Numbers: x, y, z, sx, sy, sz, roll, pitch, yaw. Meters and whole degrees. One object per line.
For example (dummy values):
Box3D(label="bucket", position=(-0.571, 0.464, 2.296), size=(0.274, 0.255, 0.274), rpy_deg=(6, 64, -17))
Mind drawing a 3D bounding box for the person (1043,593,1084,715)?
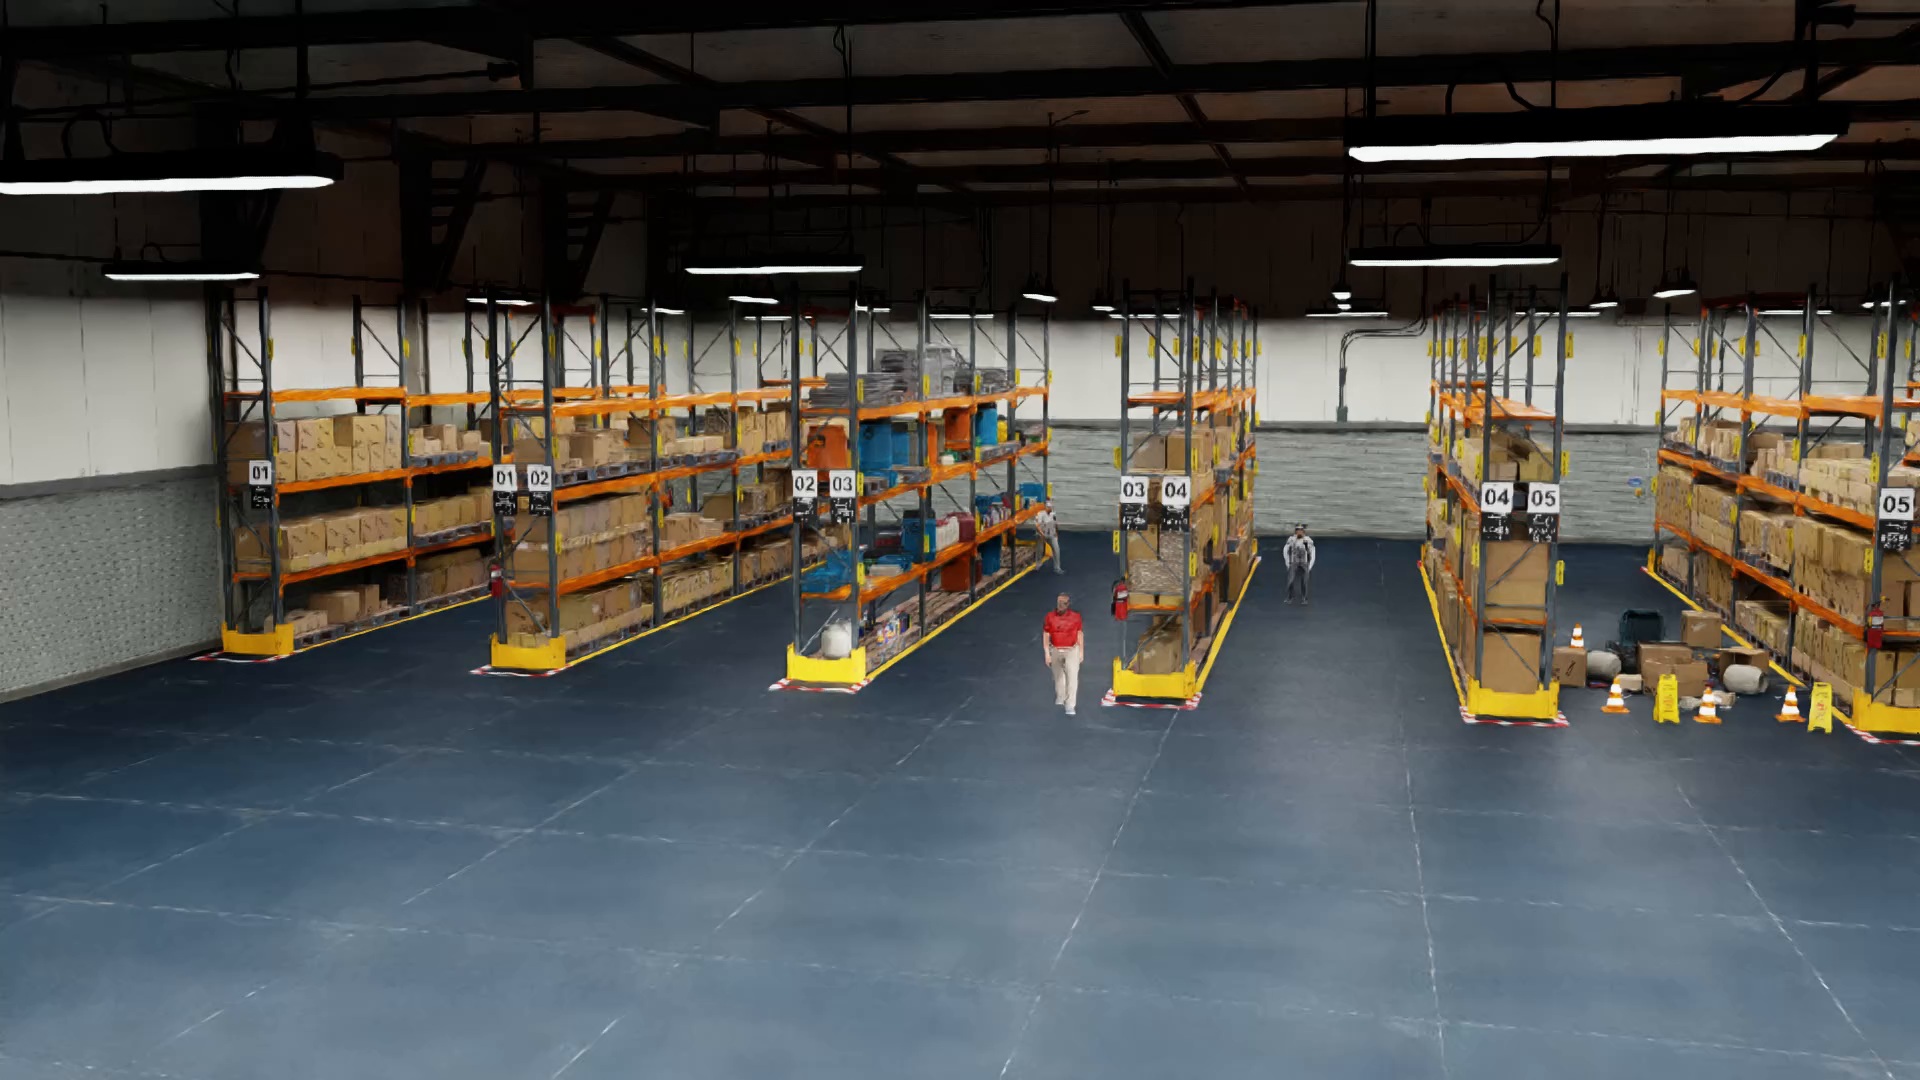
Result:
Box3D(label="person", position=(1.412, 1.536, 22.913), size=(0.547, 1.640, 1.116), rpy_deg=(1, 7, 11))

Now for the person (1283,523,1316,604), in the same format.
Box3D(label="person", position=(6.657, 0.454, 32.645), size=(0.637, 1.632, 0.512), rpy_deg=(1, 7, 11))

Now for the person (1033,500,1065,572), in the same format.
Box3D(label="person", position=(1.960, -0.093, 37.366), size=(0.619, 1.612, 0.726), rpy_deg=(-2, 7, -16))
